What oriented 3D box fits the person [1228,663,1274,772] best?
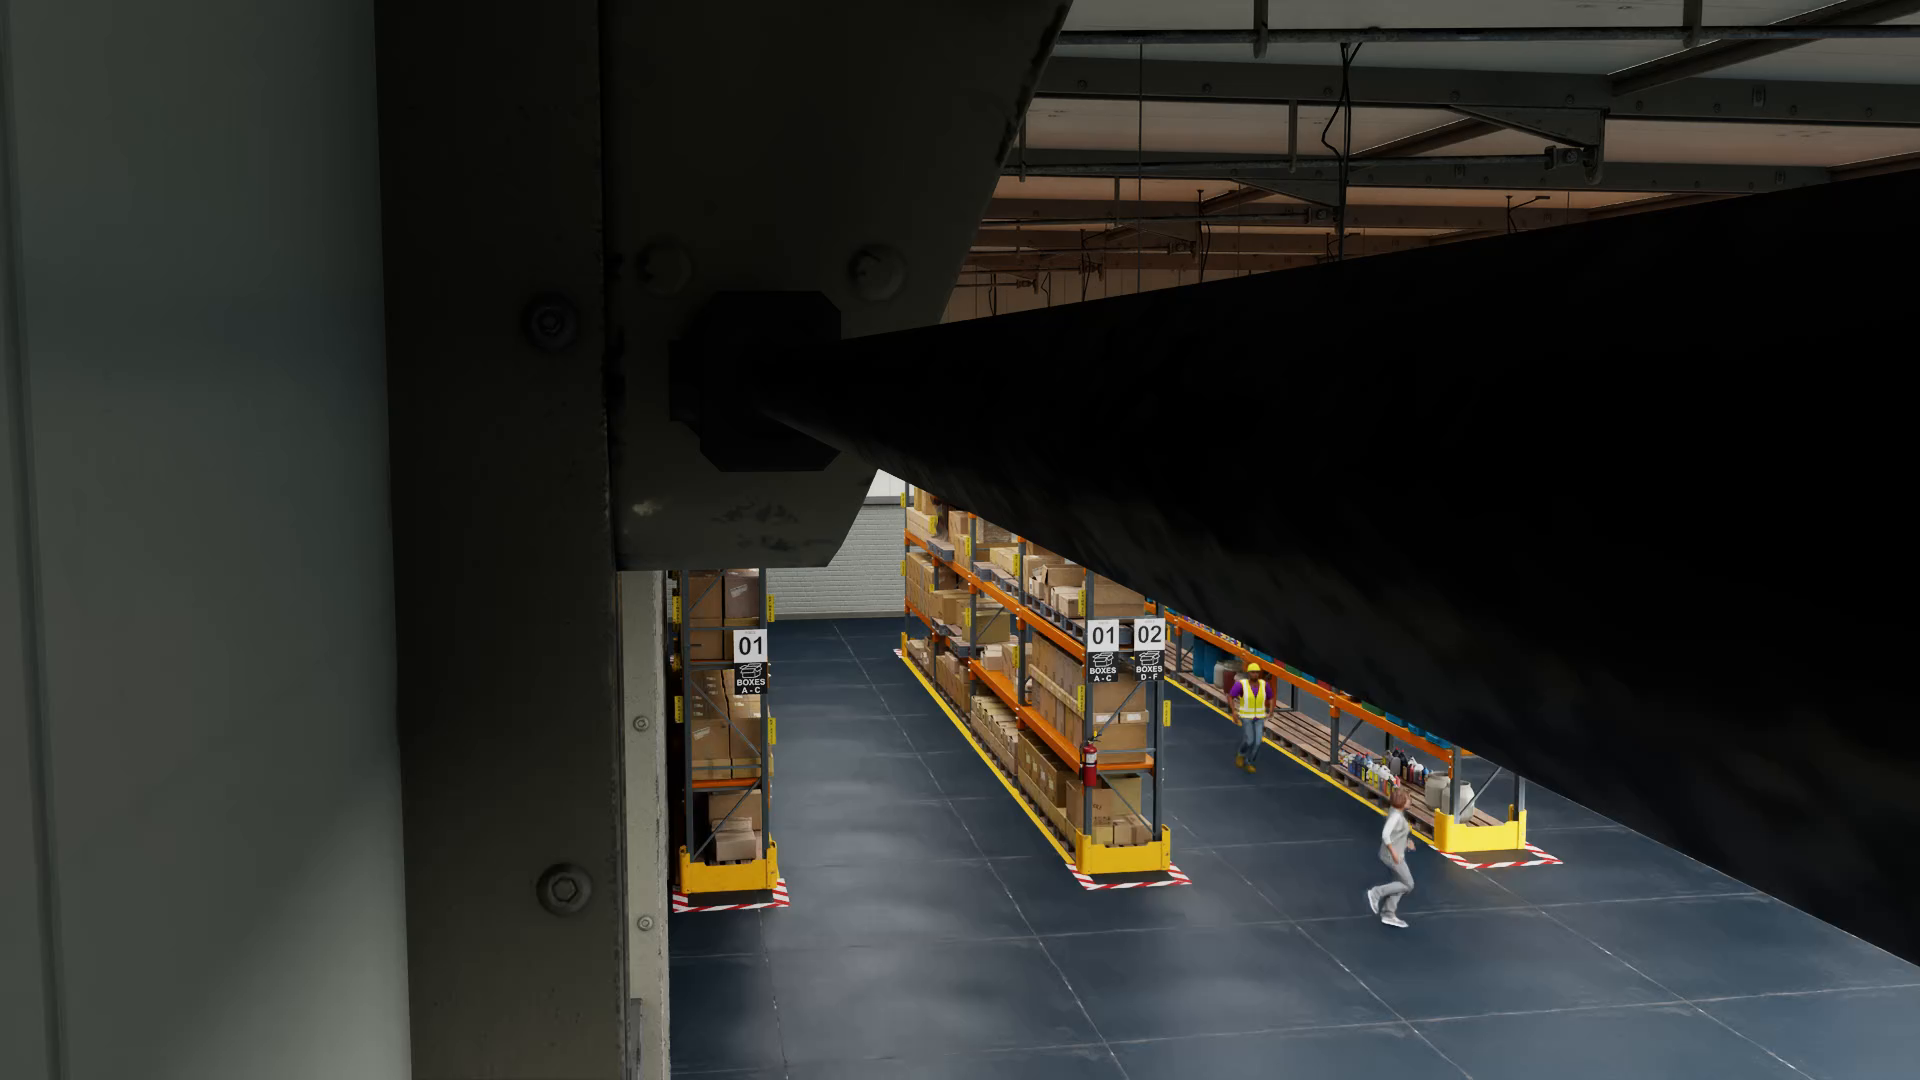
[{"bbox_3d":[4.586,2.777,25.980,0.710,1.730,0.573,-1,6,-10],"label":"person"}]

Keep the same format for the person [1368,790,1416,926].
[{"bbox_3d":[4.919,3.608,18.923,0.532,1.558,0.552,1,6,12],"label":"person"}]
